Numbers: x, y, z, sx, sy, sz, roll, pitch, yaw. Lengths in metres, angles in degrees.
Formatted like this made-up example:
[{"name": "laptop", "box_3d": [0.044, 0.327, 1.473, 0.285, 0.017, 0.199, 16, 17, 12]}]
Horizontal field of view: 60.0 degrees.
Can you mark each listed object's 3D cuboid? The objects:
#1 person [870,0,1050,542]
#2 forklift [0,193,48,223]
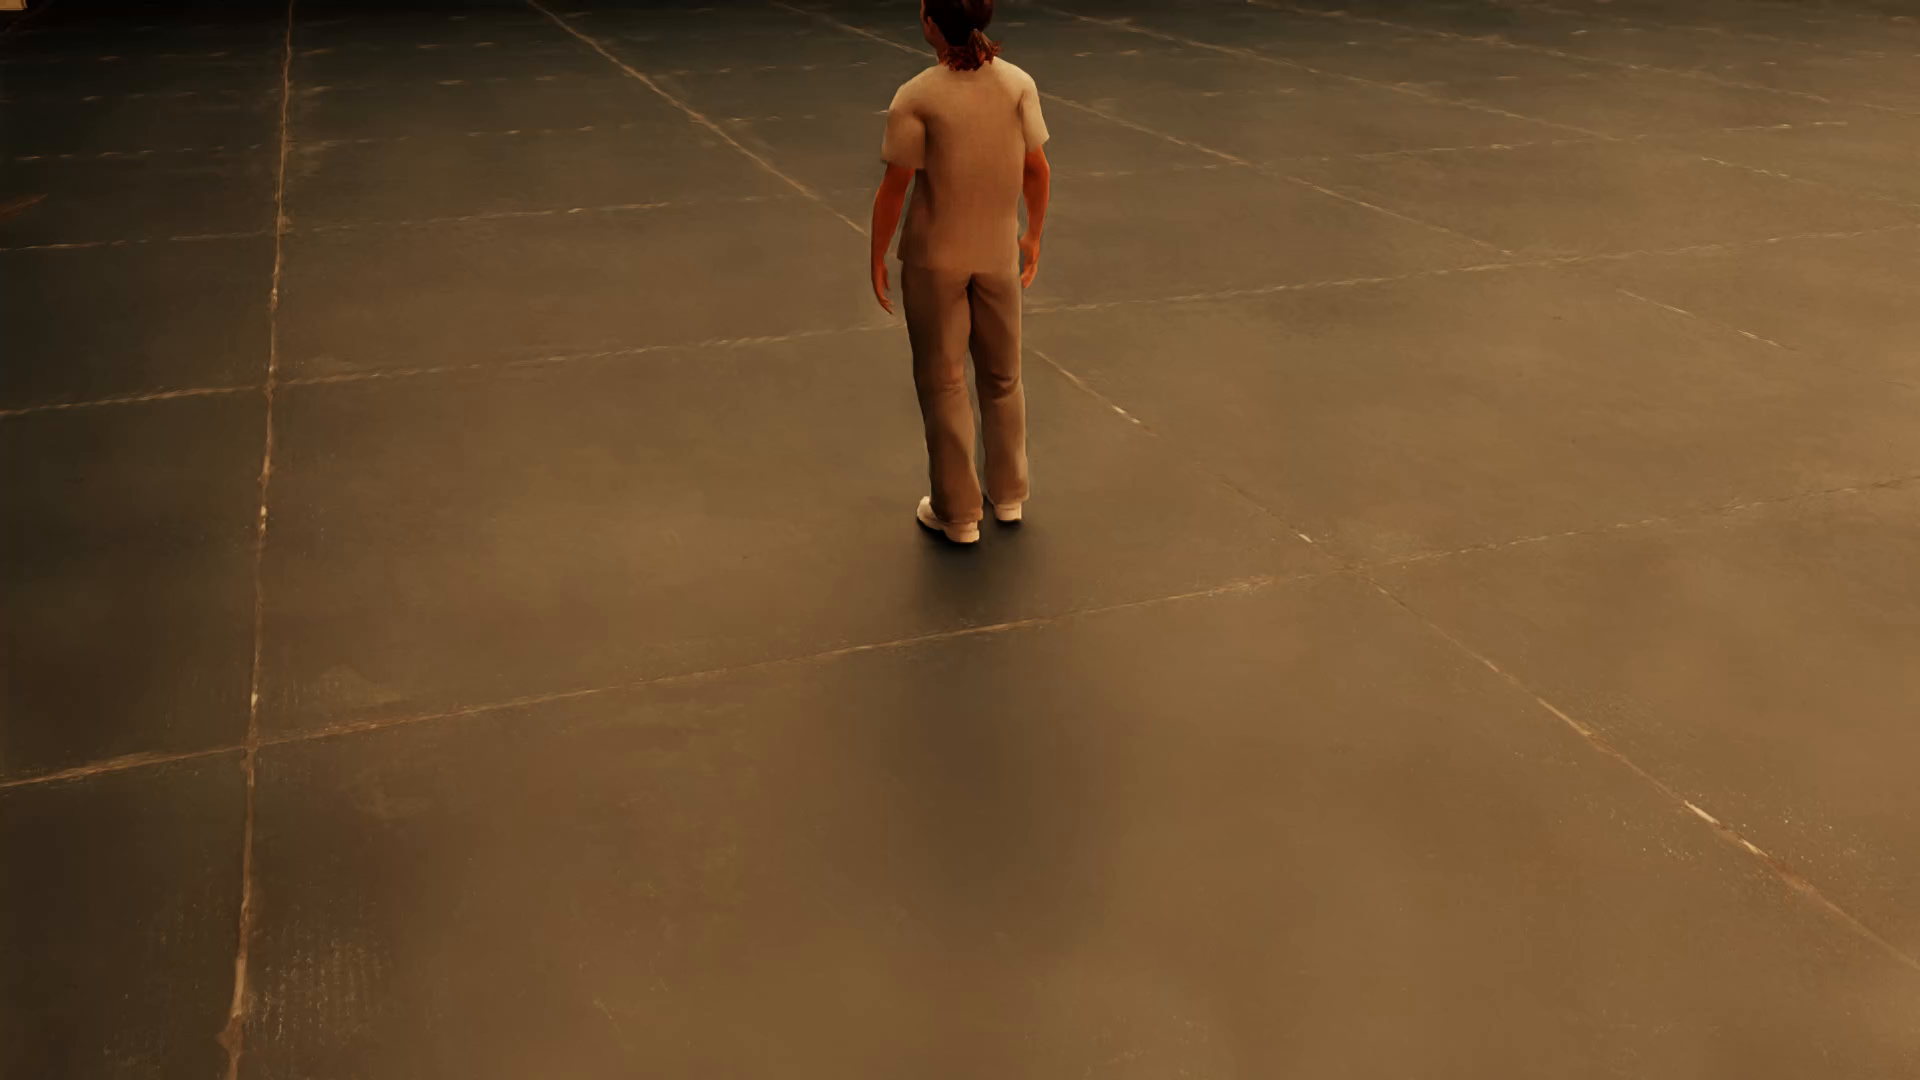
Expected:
[{"name": "person", "box_3d": [-0.013, -0.807, 4.820, 0.550, 1.674, 0.548, -8, 24, -18]}, {"name": "forklift", "box_3d": [-5.221, -2.415, 7.042, 1.130, 2.935, 3.031, 0, 23, 0]}]
